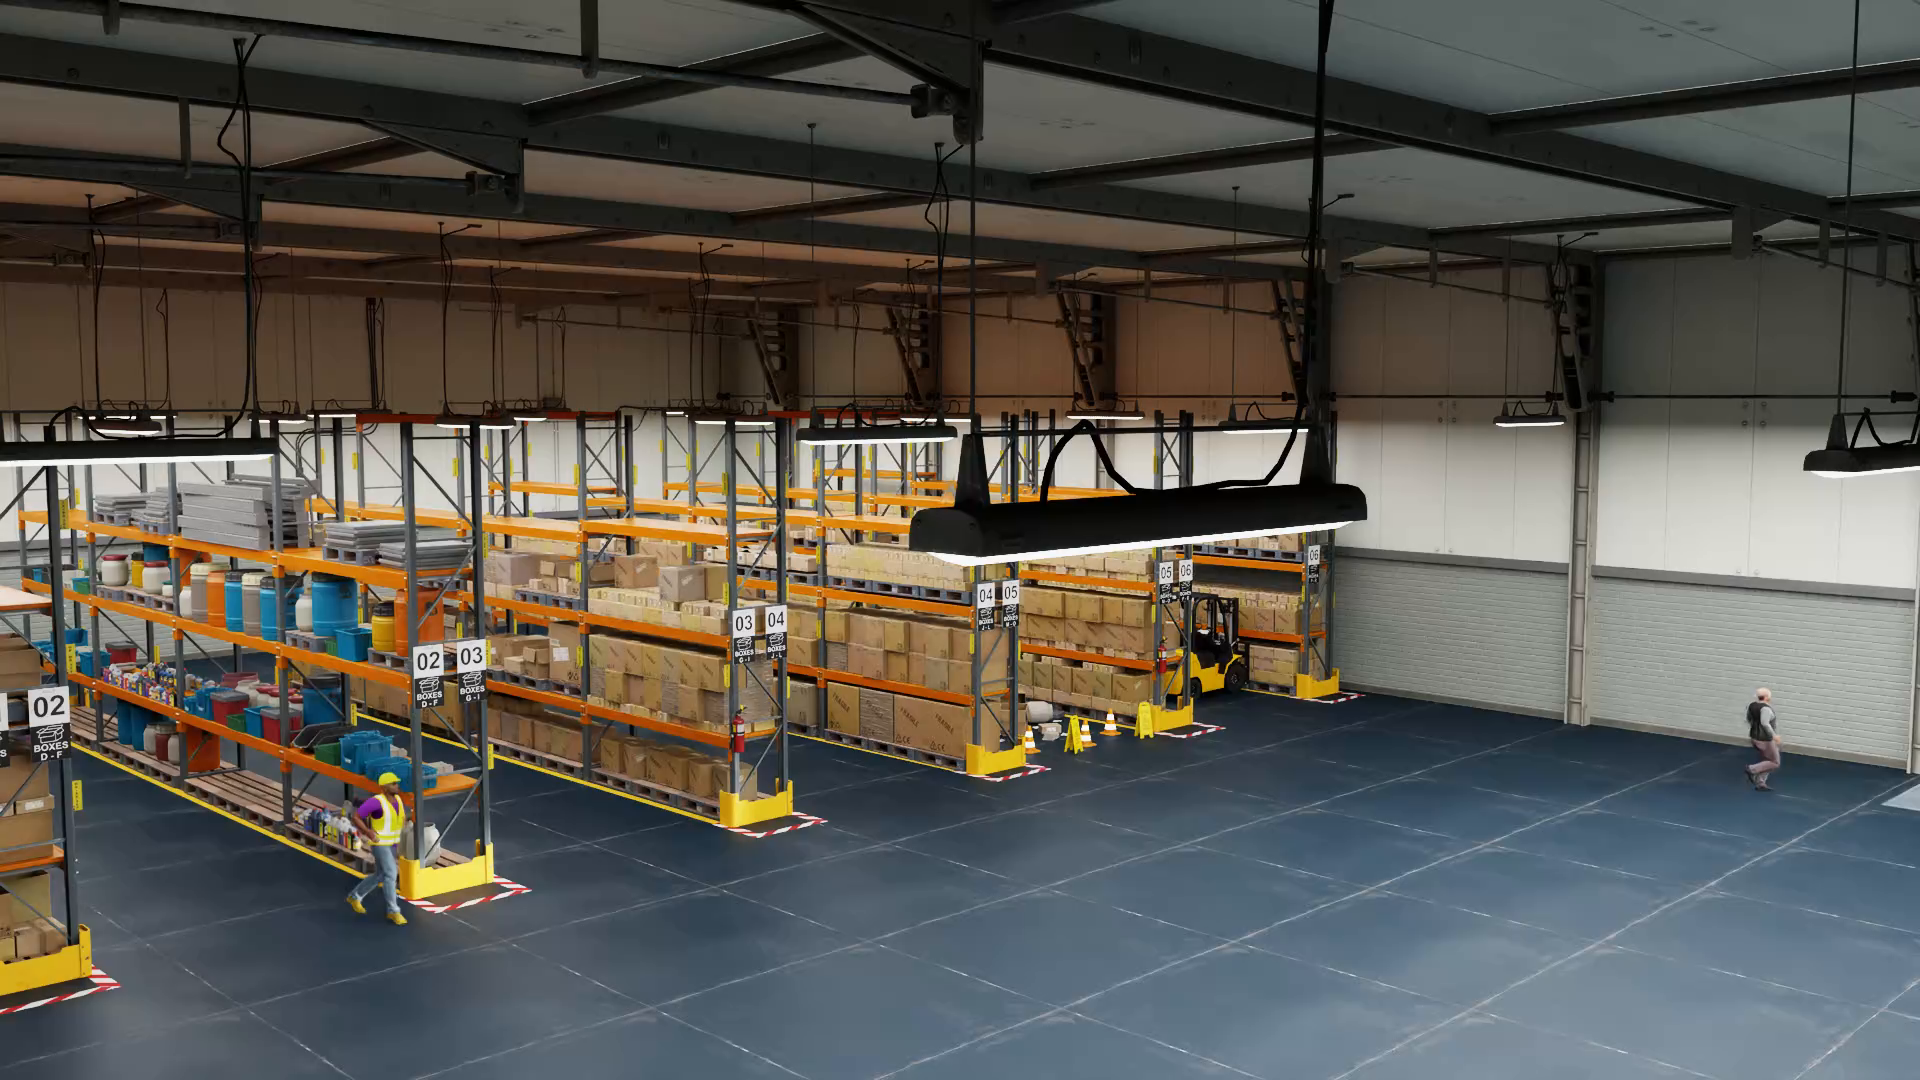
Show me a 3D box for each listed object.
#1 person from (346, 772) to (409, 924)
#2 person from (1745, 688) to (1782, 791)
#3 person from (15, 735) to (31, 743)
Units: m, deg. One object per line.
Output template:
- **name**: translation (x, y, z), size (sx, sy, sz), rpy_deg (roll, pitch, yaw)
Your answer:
- **person**: translation (-7.008, 3.717, 20.236), size (0.889, 1.788, 0.711), rpy_deg (1, 5, 14)
- **person**: translation (12.810, 3.194, 26.580), size (0.583, 1.679, 0.665), rpy_deg (0, 5, -1)
- **person**: translation (-14.341, 3.289, 25.818), size (0.799, 1.625, 0.552), rpy_deg (3, 6, 35)
